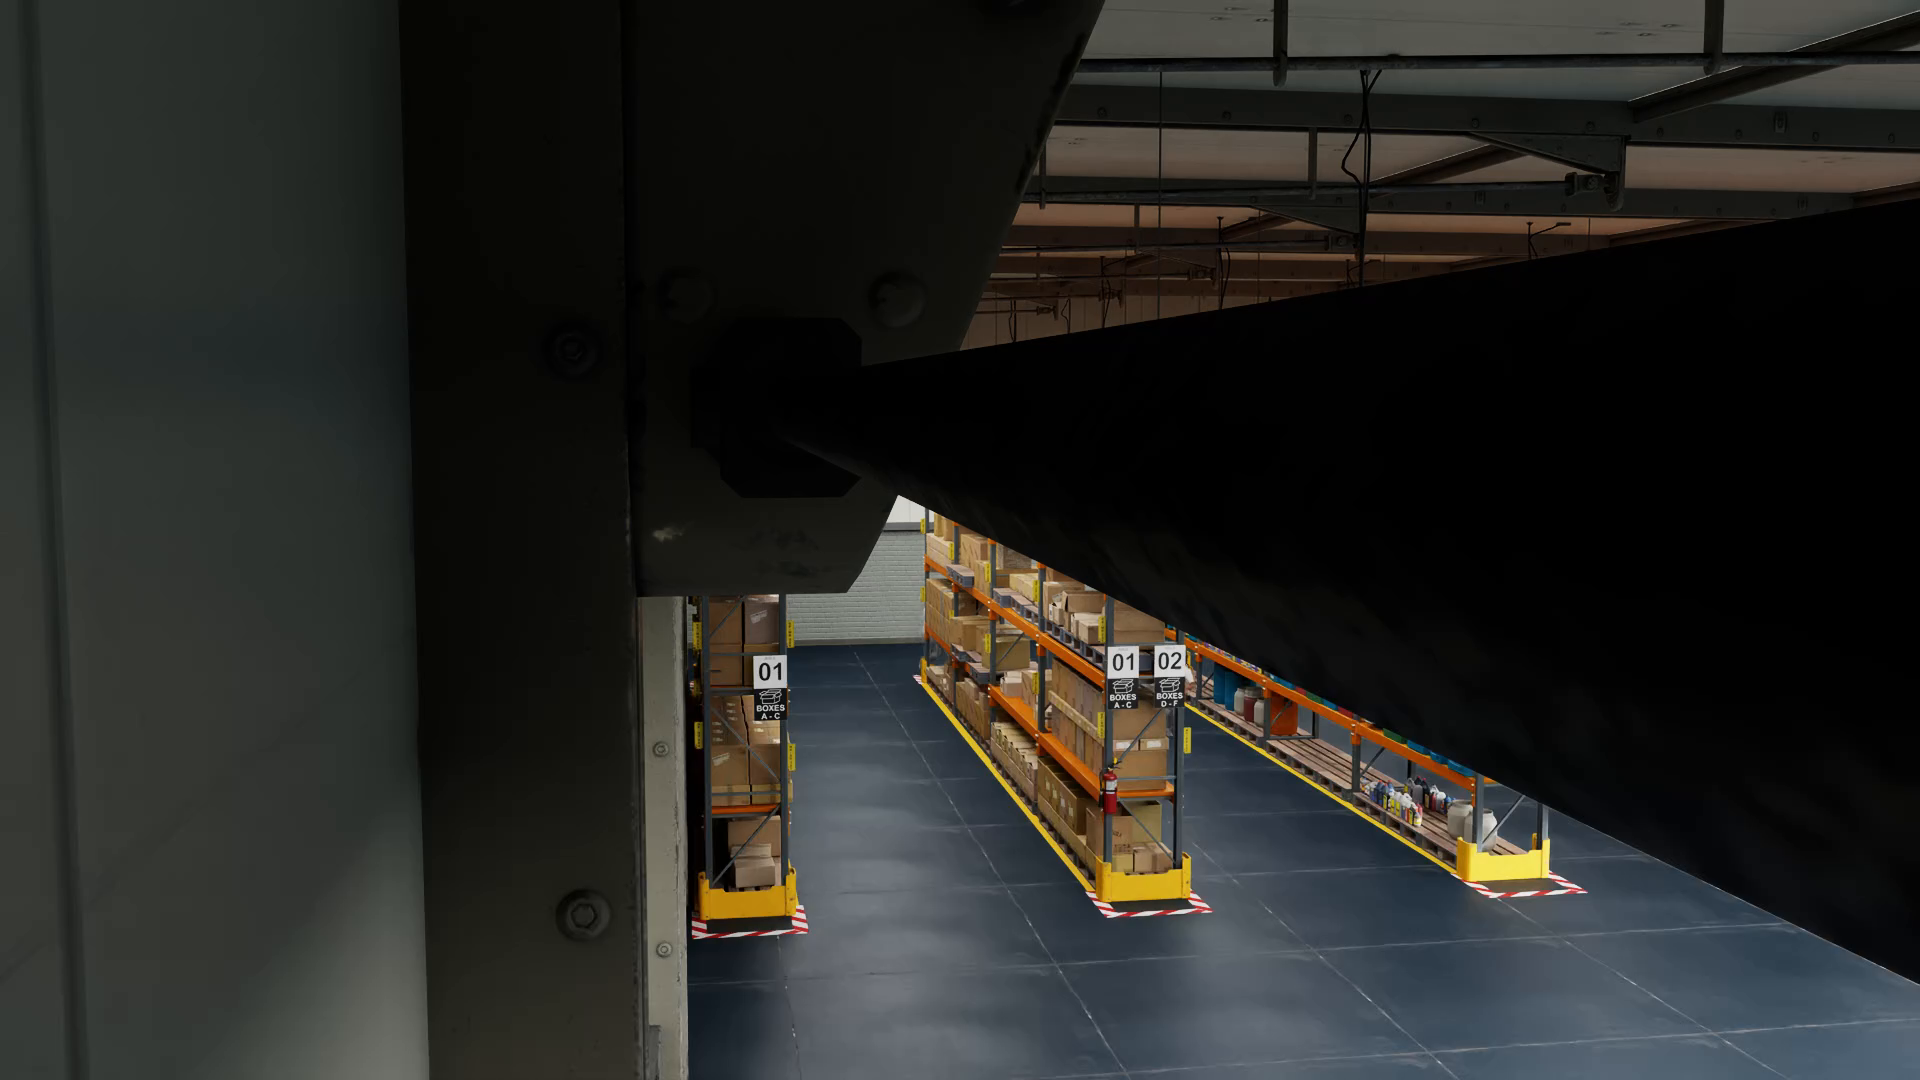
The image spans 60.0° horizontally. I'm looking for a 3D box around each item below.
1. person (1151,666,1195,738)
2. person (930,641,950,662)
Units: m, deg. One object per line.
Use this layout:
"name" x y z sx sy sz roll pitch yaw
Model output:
"person" 3.880 2.829 30.275 0.737 1.627 0.982 0 5 -2
"person" -0.425 2.142 37.897 0.839 1.725 0.650 3 6 28
